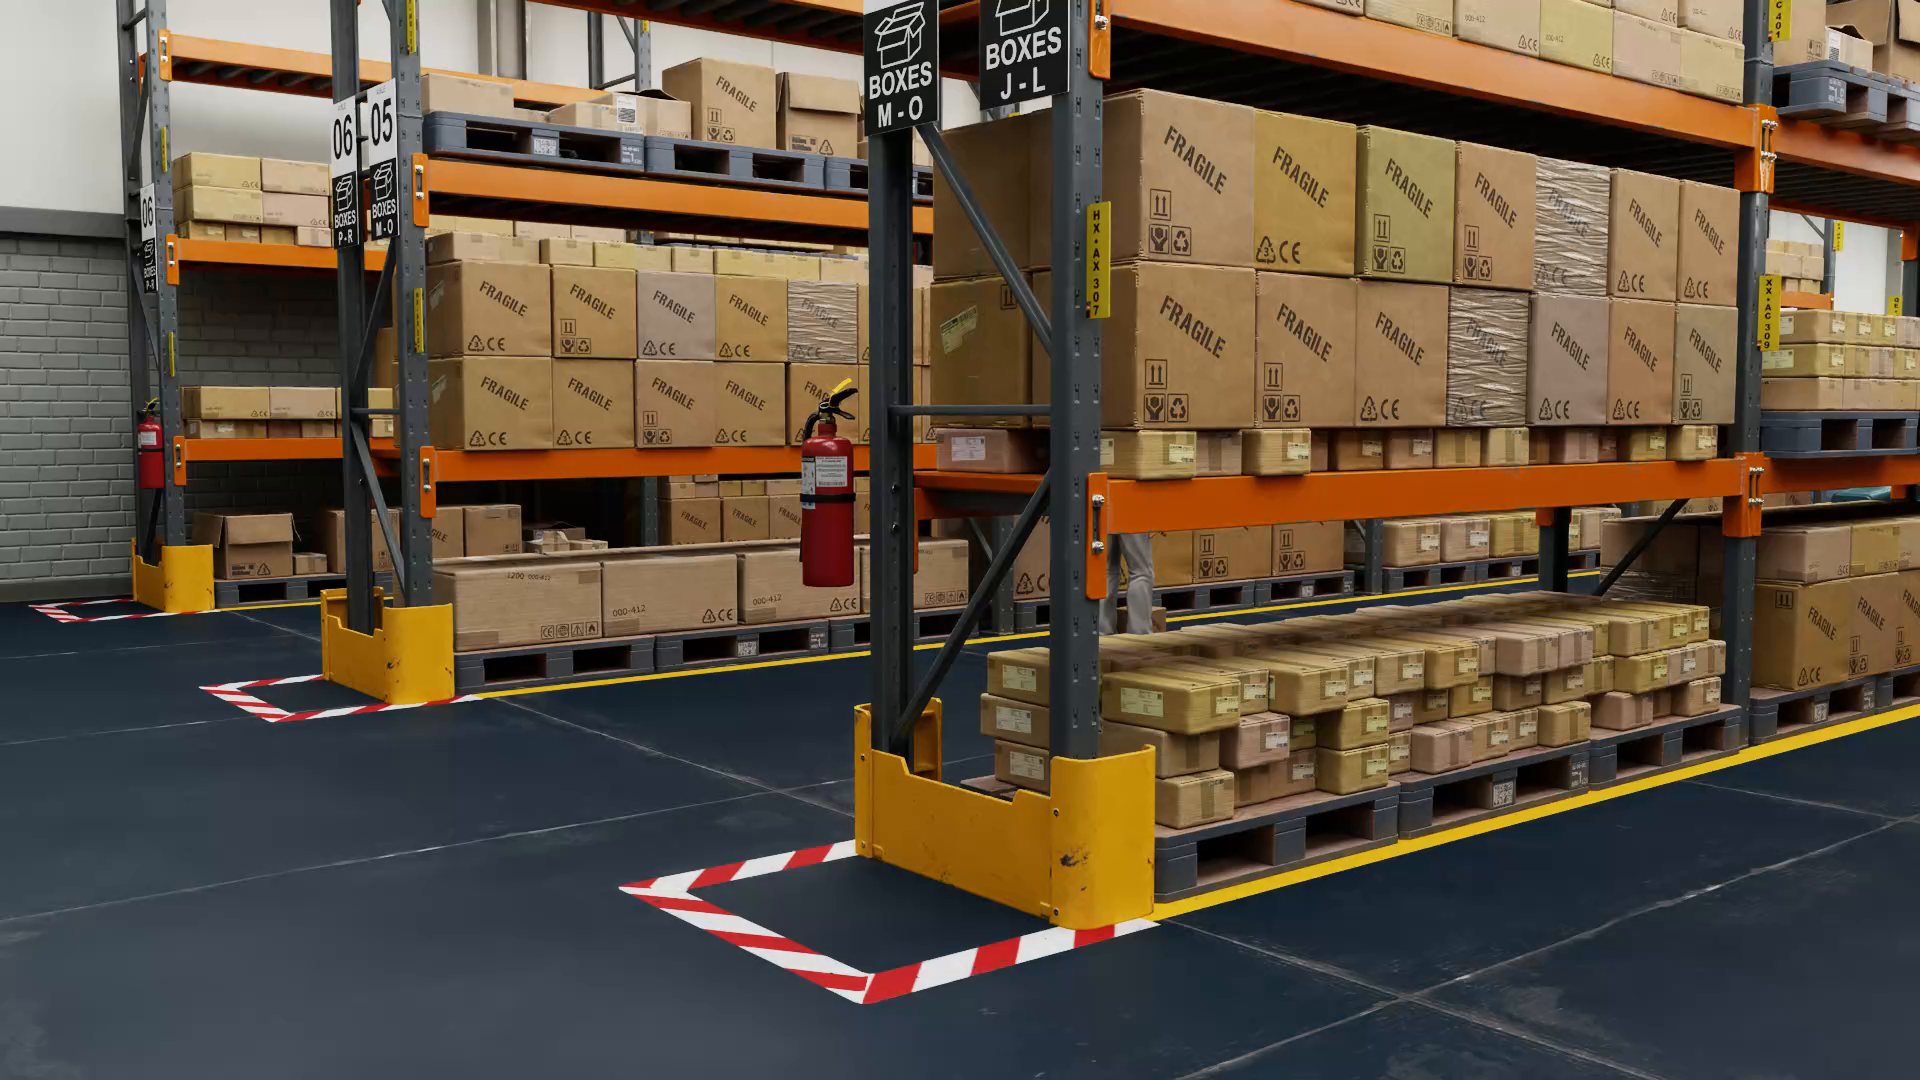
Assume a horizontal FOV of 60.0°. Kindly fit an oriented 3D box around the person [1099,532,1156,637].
[{"bbox_3d":[1.021,-0.131,10.429,0.486,1.672,0.363,3,6,38],"label":"person"}]
